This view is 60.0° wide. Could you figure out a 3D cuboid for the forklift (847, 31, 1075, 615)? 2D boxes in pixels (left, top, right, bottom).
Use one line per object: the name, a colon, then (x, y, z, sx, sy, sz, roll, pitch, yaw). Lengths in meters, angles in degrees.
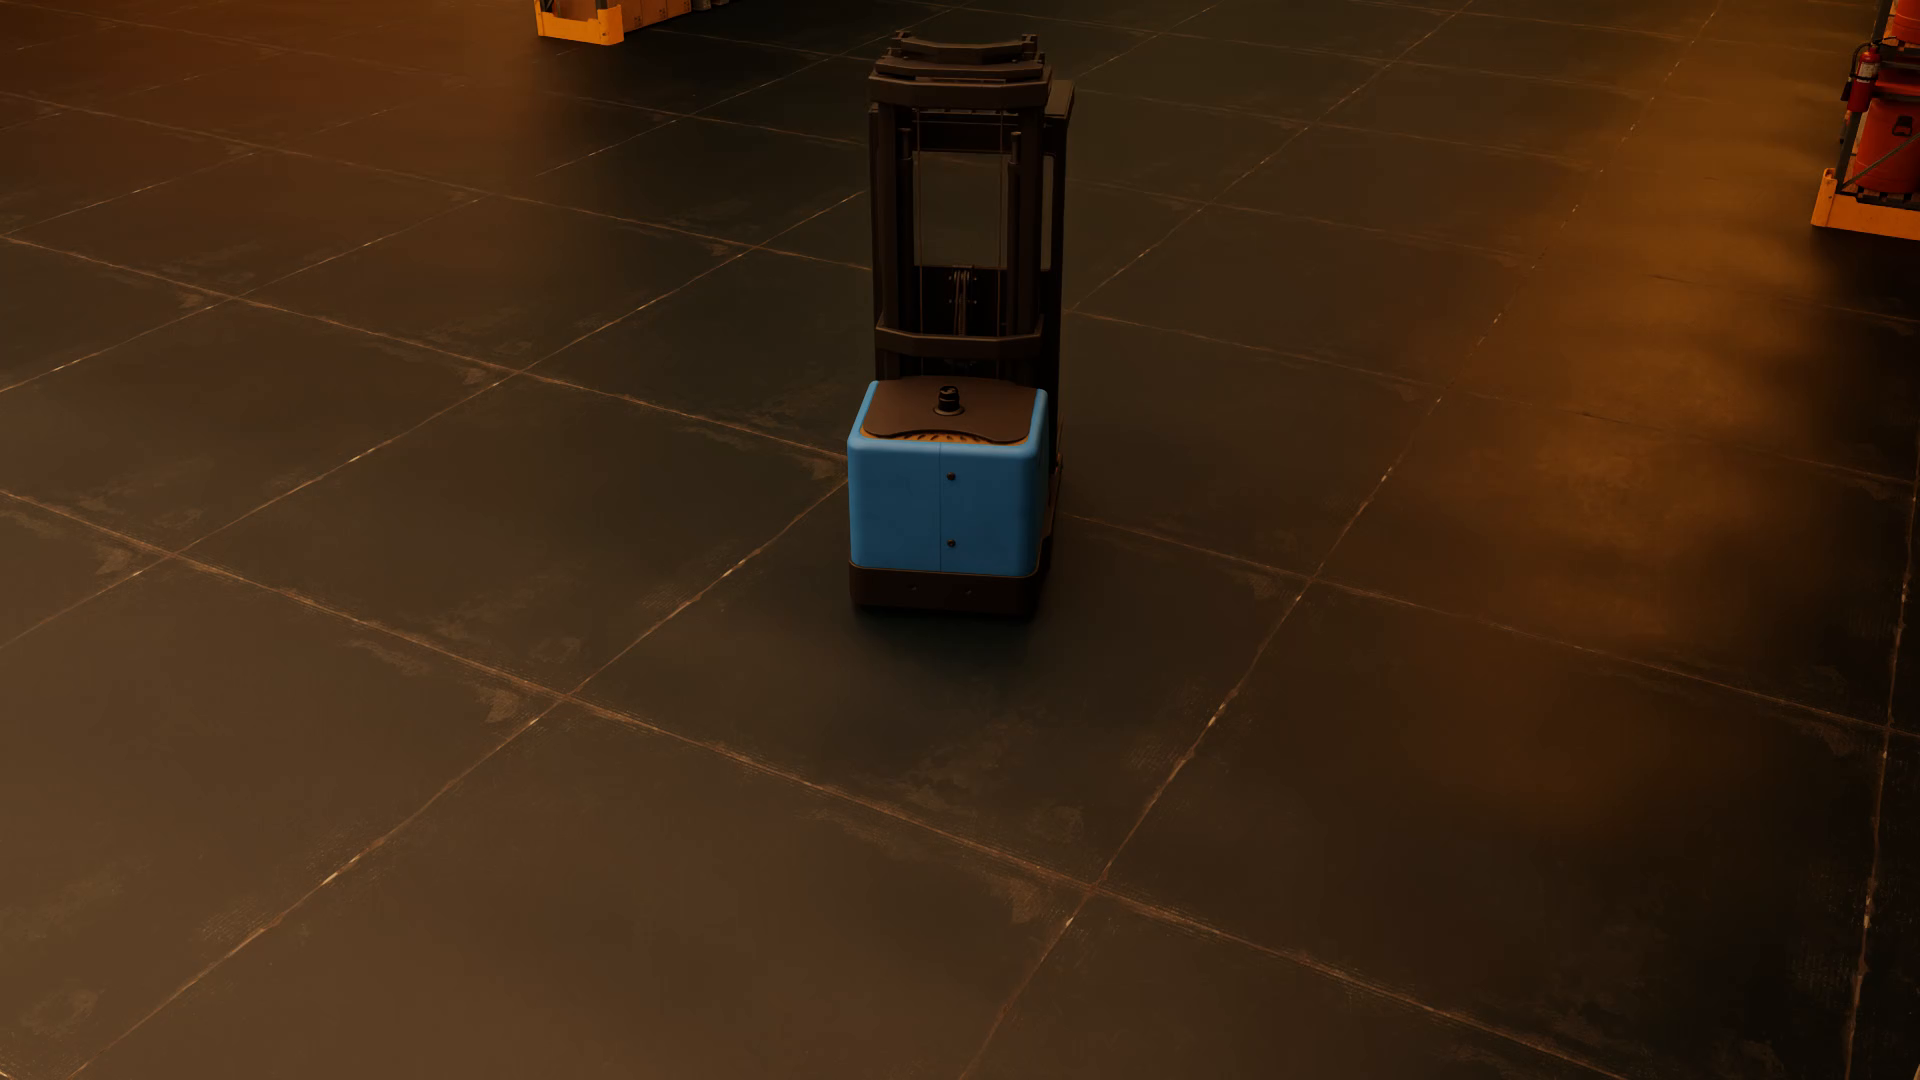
forklift: (0.072, -1.572, 9.794, 1.130, 2.935, 3.031, 3, 30, 6)
